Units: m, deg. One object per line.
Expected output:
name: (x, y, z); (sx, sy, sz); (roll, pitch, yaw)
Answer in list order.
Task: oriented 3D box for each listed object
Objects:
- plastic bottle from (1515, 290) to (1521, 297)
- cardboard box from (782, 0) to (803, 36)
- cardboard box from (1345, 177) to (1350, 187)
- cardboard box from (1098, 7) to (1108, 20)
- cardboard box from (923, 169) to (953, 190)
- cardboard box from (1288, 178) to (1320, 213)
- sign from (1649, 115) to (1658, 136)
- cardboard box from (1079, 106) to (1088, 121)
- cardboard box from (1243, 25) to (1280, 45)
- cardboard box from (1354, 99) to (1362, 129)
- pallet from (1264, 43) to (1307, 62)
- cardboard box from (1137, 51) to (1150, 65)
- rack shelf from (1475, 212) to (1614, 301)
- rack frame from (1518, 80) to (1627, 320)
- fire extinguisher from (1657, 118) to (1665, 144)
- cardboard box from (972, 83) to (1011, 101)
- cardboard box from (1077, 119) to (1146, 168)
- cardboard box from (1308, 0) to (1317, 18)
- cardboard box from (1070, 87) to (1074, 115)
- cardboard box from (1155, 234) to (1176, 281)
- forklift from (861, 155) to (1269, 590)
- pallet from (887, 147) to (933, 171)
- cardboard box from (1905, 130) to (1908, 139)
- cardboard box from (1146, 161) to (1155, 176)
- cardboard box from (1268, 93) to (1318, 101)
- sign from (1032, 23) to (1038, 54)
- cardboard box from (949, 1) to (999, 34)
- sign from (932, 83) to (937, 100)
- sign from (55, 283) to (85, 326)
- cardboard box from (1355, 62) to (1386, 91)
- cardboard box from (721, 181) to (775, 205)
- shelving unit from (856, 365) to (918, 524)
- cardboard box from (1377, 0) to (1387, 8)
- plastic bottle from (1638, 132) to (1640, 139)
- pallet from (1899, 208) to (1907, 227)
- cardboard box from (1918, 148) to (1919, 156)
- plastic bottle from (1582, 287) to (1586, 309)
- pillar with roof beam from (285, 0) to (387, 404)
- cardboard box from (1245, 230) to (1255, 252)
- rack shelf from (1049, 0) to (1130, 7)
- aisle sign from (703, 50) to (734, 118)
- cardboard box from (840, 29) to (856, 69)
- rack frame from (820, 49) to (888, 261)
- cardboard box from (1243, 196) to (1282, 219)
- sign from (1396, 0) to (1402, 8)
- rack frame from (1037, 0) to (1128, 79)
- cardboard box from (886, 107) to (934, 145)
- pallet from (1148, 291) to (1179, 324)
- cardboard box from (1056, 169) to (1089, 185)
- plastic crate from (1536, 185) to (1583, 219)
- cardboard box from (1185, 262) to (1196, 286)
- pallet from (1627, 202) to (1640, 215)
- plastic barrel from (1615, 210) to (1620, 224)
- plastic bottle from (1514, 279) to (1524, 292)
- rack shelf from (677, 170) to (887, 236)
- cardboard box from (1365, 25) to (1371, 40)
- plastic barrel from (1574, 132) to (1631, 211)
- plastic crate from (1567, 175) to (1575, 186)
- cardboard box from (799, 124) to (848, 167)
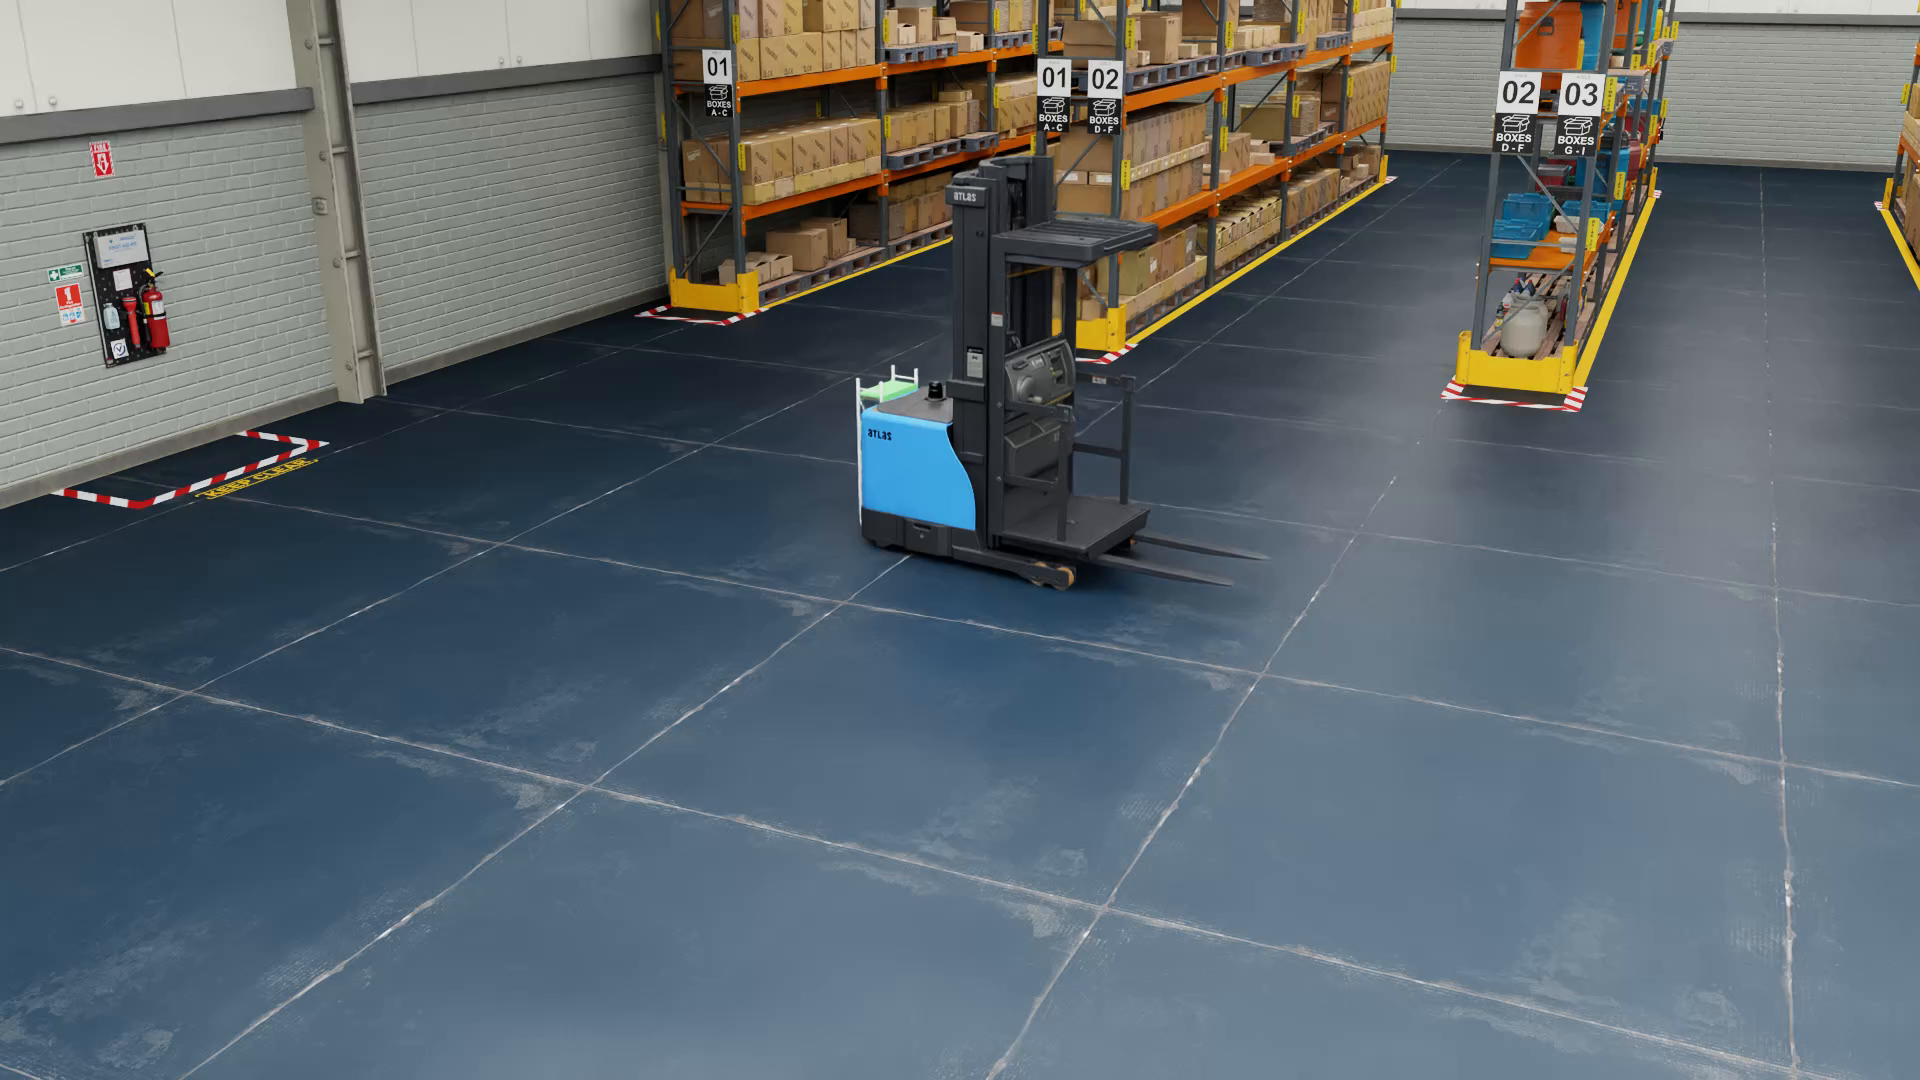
plastic bottle: (6.682, -2.866, 19.966); (0.097, 0.271, 0.097); (0, 20, 0)
cardboard box: (-2.351, -6.708, 21.207); (0.500, 0.500, 0.500); (9, 22, 24)
cardboard box: (6.967, -6.605, 30.636); (0.380, 0.166, 0.250); (9, 21, 23)
cardboard box: (2.477, -9.963, 31.479); (0.500, 0.250, 0.500); (8, 21, 22)
cardboard box: (-0.444, -5.814, 26.795); (0.500, 0.250, 0.500); (9, 21, 24)
cardboard box: (5.690, -5.749, 27.730); (0.500, 0.500, 0.500); (8, 21, 21)
sign: (11.272, -6.742, 27.036); (0.100, 0.325, 0.005); (9, 21, 23)
cardboard box: (1.969, -8.352, 31.528); (0.980, 0.700, 0.700); (9, 21, 24)
cardboard box: (4.481, -7.539, 24.813); (0.500, 0.250, 0.500); (7, 21, 19)
cardboard box: (6.917, -7.691, 29.968); (0.500, 0.500, 0.500); (9, 21, 24)
pallet: (4.419, -7.250, 24.683); (1.213, 0.211, 1.003); (10, 22, 25)
cardboard box: (1.982, -5.594, 19.285); (0.380, 0.149, 0.250); (9, 21, 23)
rack shelf: (6.675, -3.291, 18.821); (1.077, 0.370, 4.000); (9, 21, 23)
rack frame: (7.494, -4.242, 20.420); (1.000, 3.000, 0.127); (9, 21, 23)
fire extinguisher: (12.885, -7.682, 30.764); (0.296, 0.674, 0.183); (9, 21, 23)
cardboard box: (0.527, -7.486, 27.800); (0.500, 0.250, 0.500); (9, 22, 24)
cardboard box: (1.774, -4.677, 19.557); (0.700, 0.500, 0.500); (8, 21, 21)
cardboard box: (5.436, -8.522, 27.052); (0.600, 0.600, 0.600); (8, 21, 21)
cardboard box: (1.773, -8.068, 30.554); (0.500, 0.500, 0.500); (8, 21, 22)
cardboard box: (2.378, -3.547, 20.824); (0.500, 0.500, 0.500); (9, 21, 23)
forklift: (0.761, -1.222, 12.030); (3.031, 2.935, 1.130); (12, 23, 30)
pallet: (-1.098, -5.724, 24.875); (1.003, 0.211, 1.213); (9, 21, 23)
cardboard box: (16.167, -6.812, 28.022); (0.380, 0.149, 0.250); (8, 21, 22)
cardboard box: (2.117, -4.459, 19.912); (0.380, 0.149, 0.250); (8, 21, 21)
cardboard box: (5.631, -7.280, 28.187); (0.700, 0.500, 0.500); (12, 23, 31)
sign: (0.850, -5.572, 18.479); (0.100, 0.325, 0.005); (9, 21, 23)
cardboard box: (0.237, -8.645, 27.518); (0.700, 0.500, 0.500); (7, 21, 18)
sign: (-0.414, -7.445, 27.698); (0.100, 0.325, 0.005); (9, 21, 23)
sign: (-7.509, -1.989, 14.031); (0.001, 0.329, 0.234); (9, 21, 23)
cardboard box: (7.753, -8.781, 31.541); (0.500, 0.500, 0.500); (9, 22, 24)
cardboard box: (-2.692, -4.423, 21.122); (0.500, 0.250, 0.500); (8, 21, 21)
shelving unit: (-0.570, -0.745, 13.272); (0.258, 1.200, 0.503); (12, 23, 30)
cardboard box: (7.695, -10.363, 31.514); (0.700, 0.500, 0.500); (9, 21, 23)
plastic bottle: (10.851, -6.391, 26.636); (0.061, 0.283, 0.133); (9, 21, 23)
pallet: (16.170, -5.290, 27.528); (1.003, 0.211, 1.213); (9, 21, 23)
cardboard box: (15.115, -6.028, 25.816); (0.380, 0.149, 0.250); (9, 21, 23)
plastic bottle: (7.494, -2.965, 20.125); (0.144, 0.351, 0.185); (8, 21, 21)
pillar with roof beam: (-2.214, -5.113, 13.915); (9.100, 9.000, 0.400); (9, 21, 23)
cardboard box: (3.998, -4.384, 24.297); (0.500, 0.250, 0.500); (9, 21, 24)
rack shelf: (2.158, -6.610, 19.797); (1.077, 0.370, 4.000); (9, 21, 23)
aisle sign: (-2.938, -5.540, 20.190); (0.394, 0.787, 0.004); (9, 21, 23)
cardboard box: (-1.744, -6.730, 22.760); (0.500, 0.500, 0.500); (7, 21, 18)
rack frame: (-1.544, -5.601, 24.242); (1.000, 3.000, 0.127); (9, 21, 23)
cardboard box: (4.625, -5.118, 25.523); (0.500, 0.311, 0.500); (9, 22, 24)
sign: (8.389, -10.339, 31.766); (0.100, 0.325, 0.005); (9, 21, 23)
rack frame: (1.339, -6.526, 17.890); (1.000, 3.000, 0.127); (9, 21, 23)
cardboard box: (-0.828, -6.382, 25.631); (0.700, 0.500, 0.500); (12, 23, 30)
pallet: (2.115, -2.997, 21.081); (1.003, 0.211, 1.213); (9, 21, 23)
cardboard box: (1.322, -4.195, 19.172); (0.380, 0.149, 0.250); (8, 21, 22)
plastic crate: (7.164, -4.070, 20.029); (0.767, 0.338, 0.504); (9, 21, 23)
cardboard box: (2.773, -3.502, 21.815); (0.500, 0.250, 0.500); (9, 21, 23)
pallet: (11.036, -5.604, 28.410); (1.003, 0.211, 1.213); (9, 21, 23)
plastic barrel: (10.242, -5.516, 26.508); (0.600, 0.901, 0.708); (9, 21, 23)
plastic bottle: (6.785, -3.011, 20.256); (0.144, 0.351, 0.185); (9, 22, 24)
rack shelf: (-2.363, -4.651, 22.643); (1.077, 0.370, 4.000); (9, 21, 23)
cardboard box: (7.092, -9.130, 29.913); (0.500, 0.250, 0.500); (9, 21, 23)
plastic barrel: (7.929, -4.555, 20.551); (0.600, 0.901, 0.708); (9, 21, 23)
plastic crate: (7.950, -4.713, 22.061); (0.450, 0.188, 0.662); (9, 21, 23)
cardboard box: (-1.870, -5.400, 22.752); (0.500, 0.500, 0.500); (8, 21, 21)
